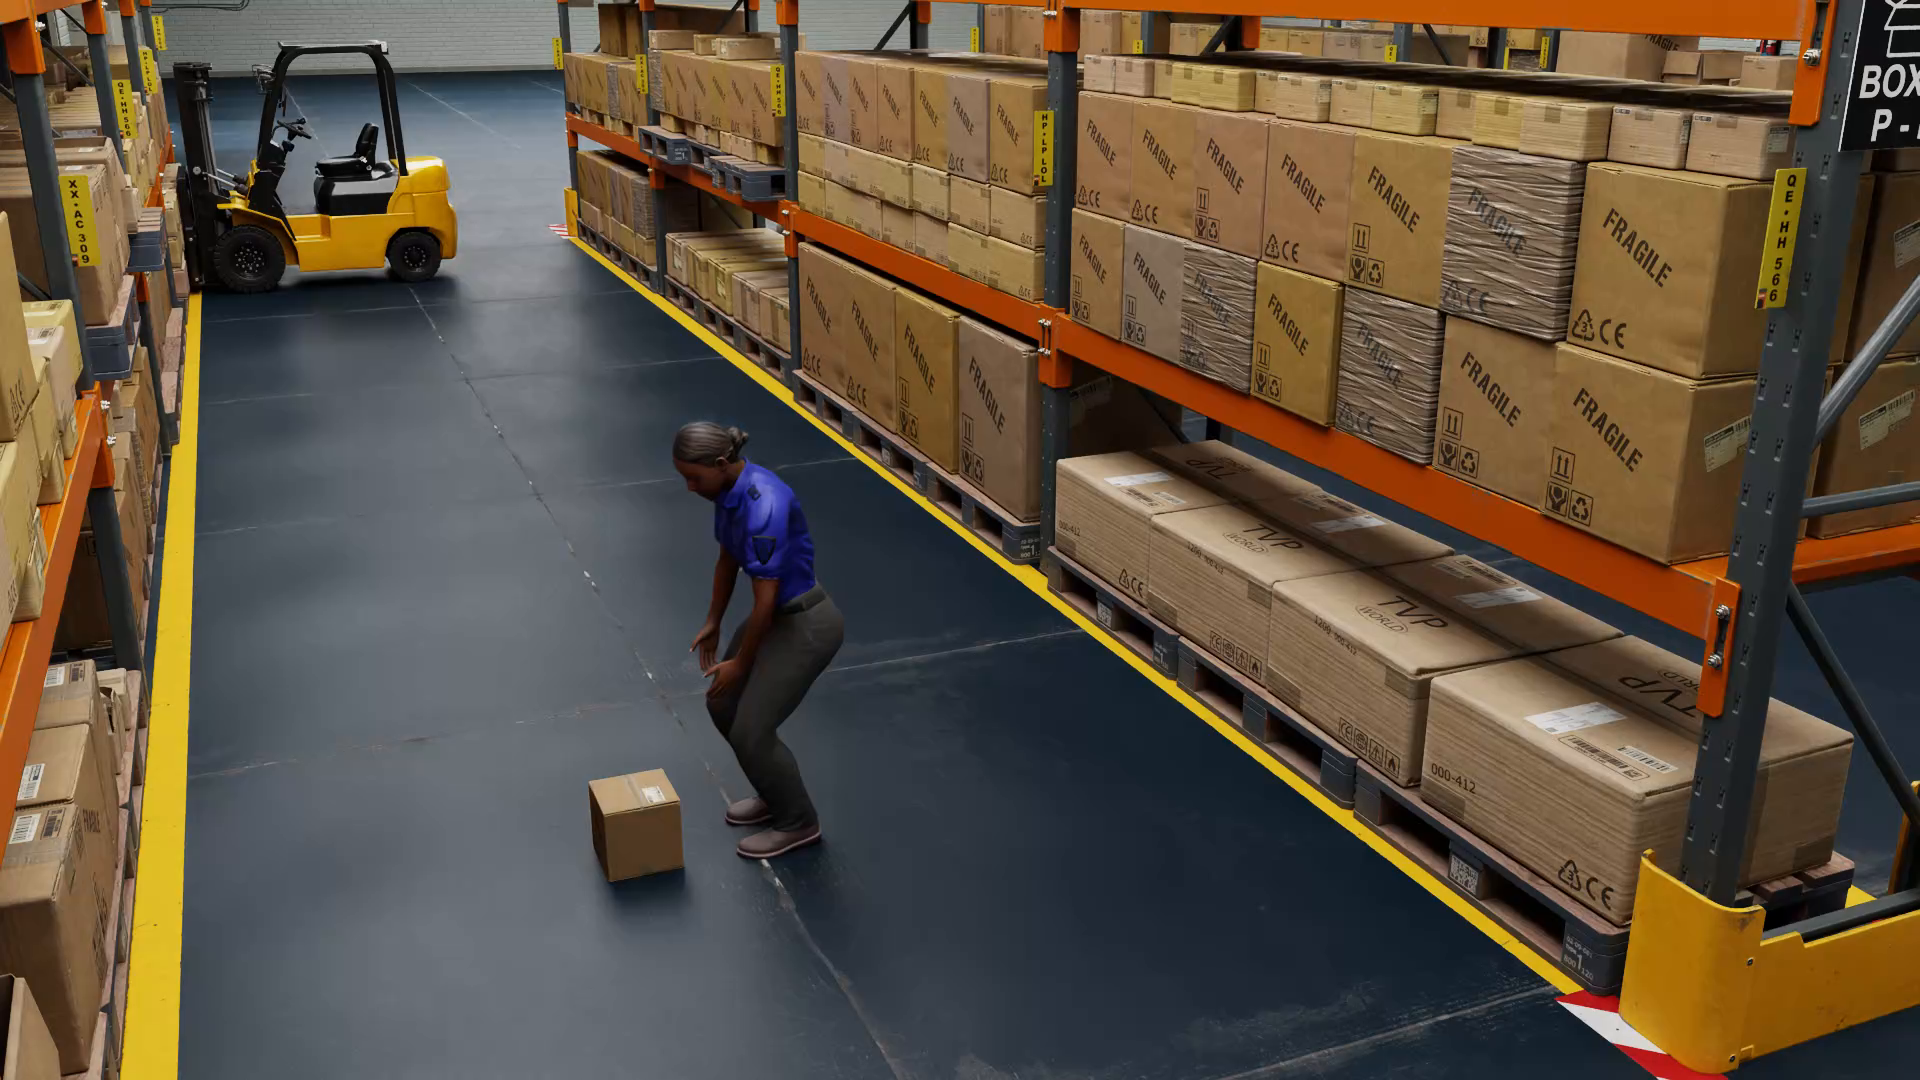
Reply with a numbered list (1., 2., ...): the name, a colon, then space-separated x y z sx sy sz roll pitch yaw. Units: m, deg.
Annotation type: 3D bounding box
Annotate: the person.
1. person: -0.641 0.314 5.443 0.535 1.487 0.487 -8 20 -21
